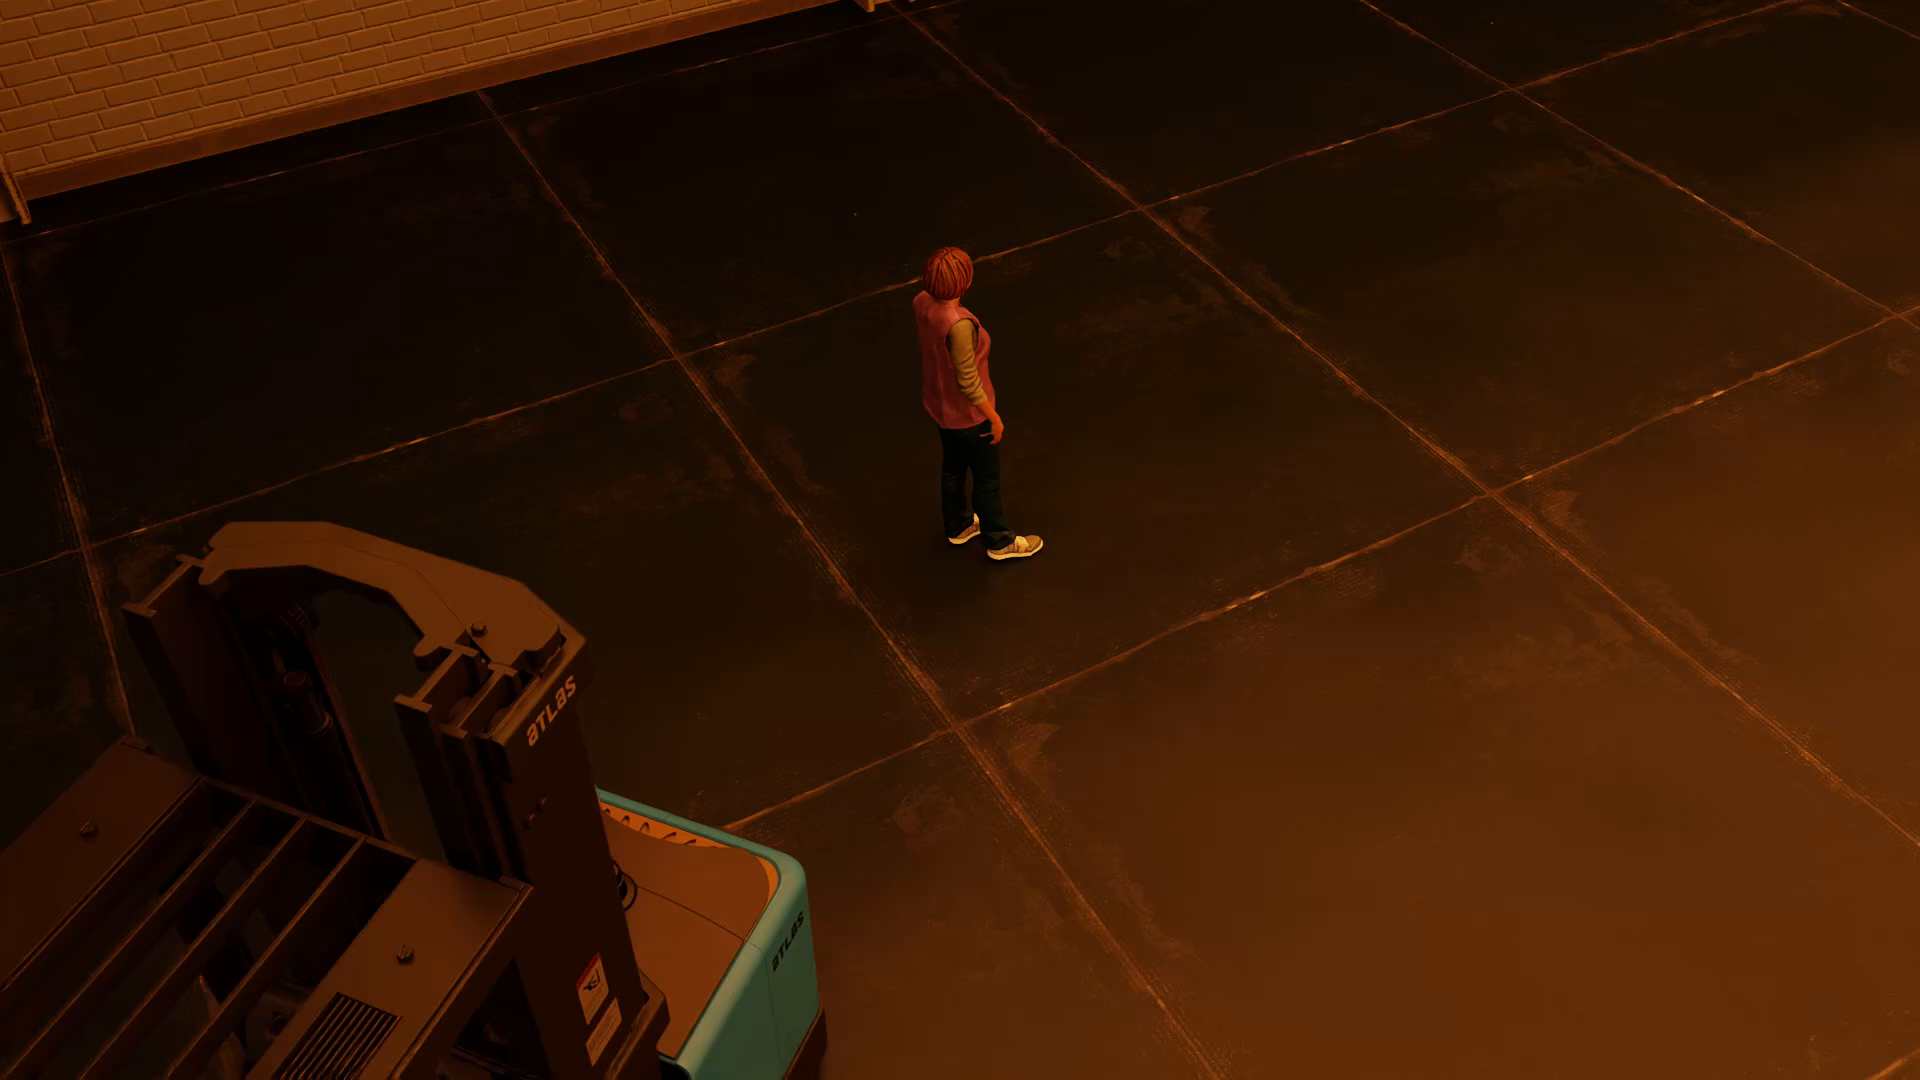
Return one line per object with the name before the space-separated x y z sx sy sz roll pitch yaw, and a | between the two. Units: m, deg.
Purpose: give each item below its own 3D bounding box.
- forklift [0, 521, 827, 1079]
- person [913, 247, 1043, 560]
forklift | -1.494 1.518 4.061 1.130 2.935 3.031 16 45 16
person | 0.072 -0.608 7.324 0.473 1.599 0.521 -21 47 -21
